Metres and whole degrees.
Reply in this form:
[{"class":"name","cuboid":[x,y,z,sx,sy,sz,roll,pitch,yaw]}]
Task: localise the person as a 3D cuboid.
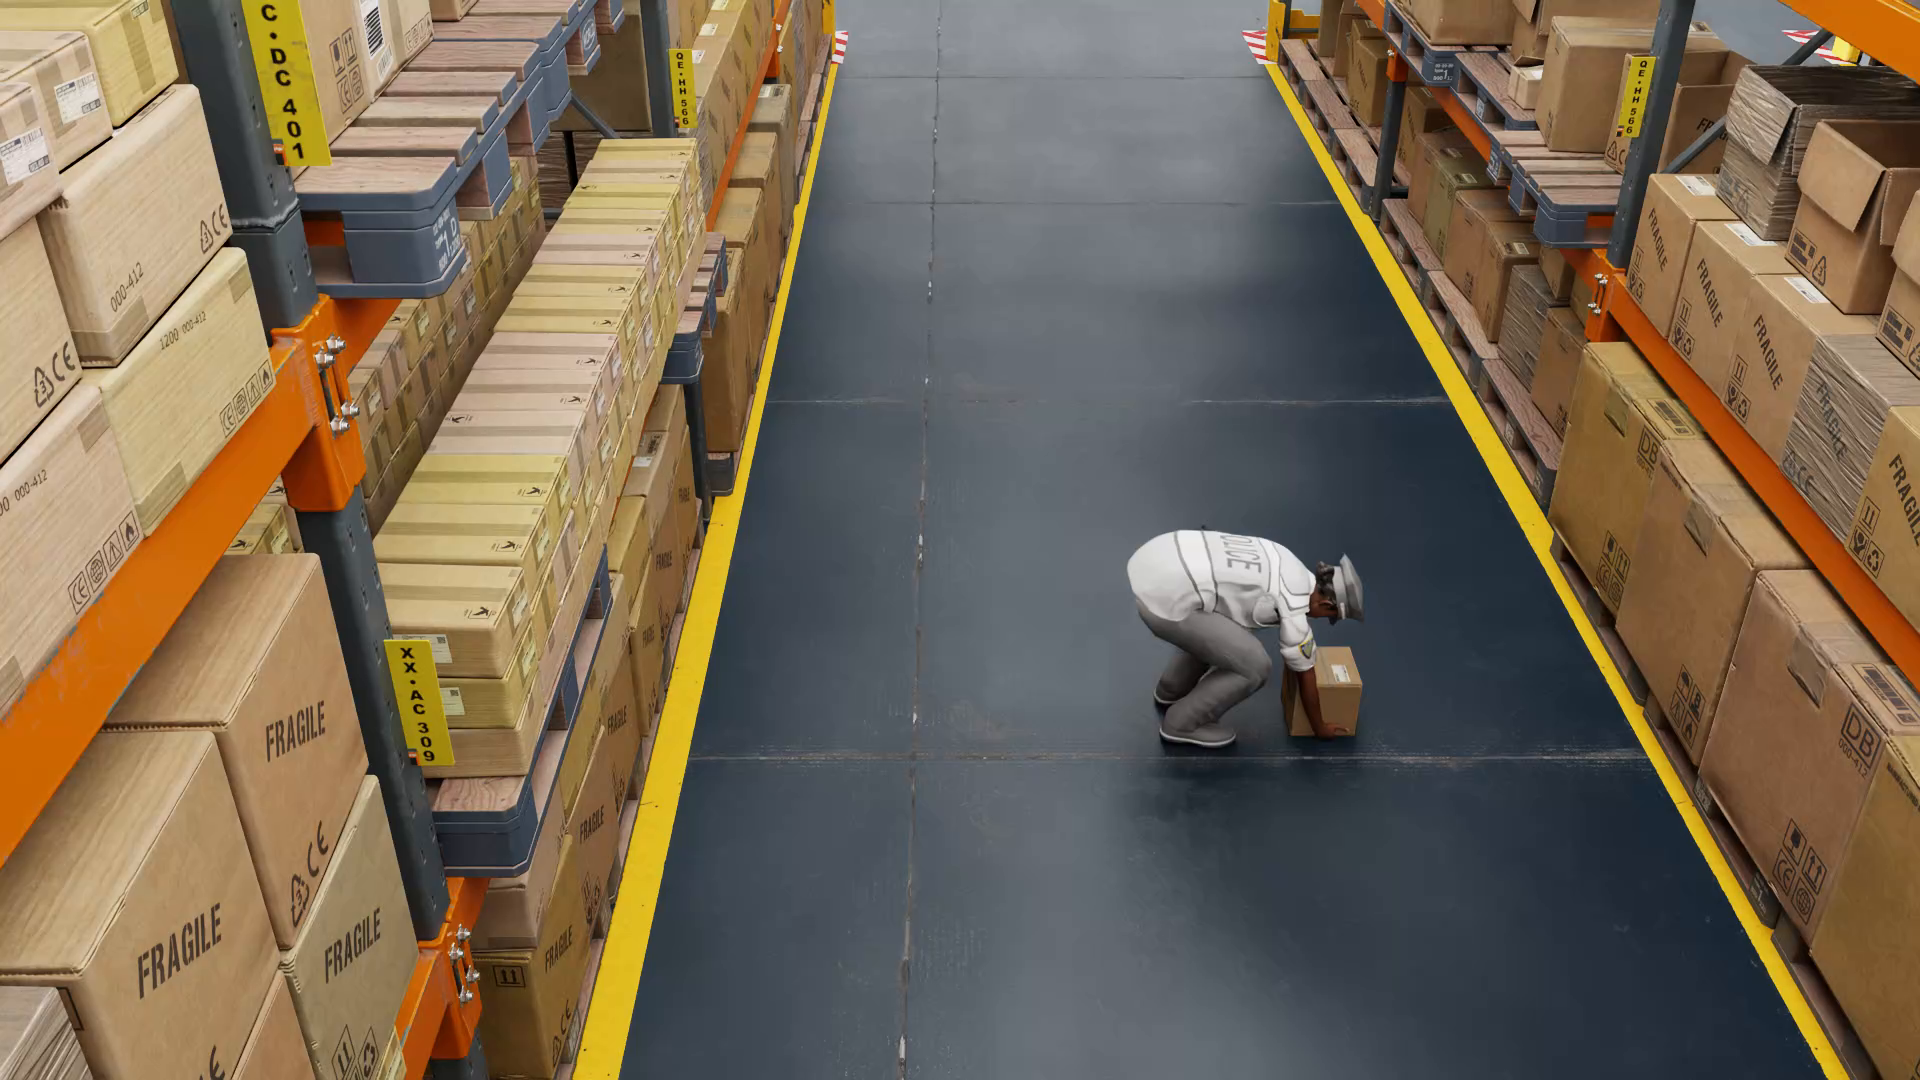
[{"class":"person","cuboid":[1.084,0.359,6.362,0.913,0.842,0.470,-1,32,-2]}]
